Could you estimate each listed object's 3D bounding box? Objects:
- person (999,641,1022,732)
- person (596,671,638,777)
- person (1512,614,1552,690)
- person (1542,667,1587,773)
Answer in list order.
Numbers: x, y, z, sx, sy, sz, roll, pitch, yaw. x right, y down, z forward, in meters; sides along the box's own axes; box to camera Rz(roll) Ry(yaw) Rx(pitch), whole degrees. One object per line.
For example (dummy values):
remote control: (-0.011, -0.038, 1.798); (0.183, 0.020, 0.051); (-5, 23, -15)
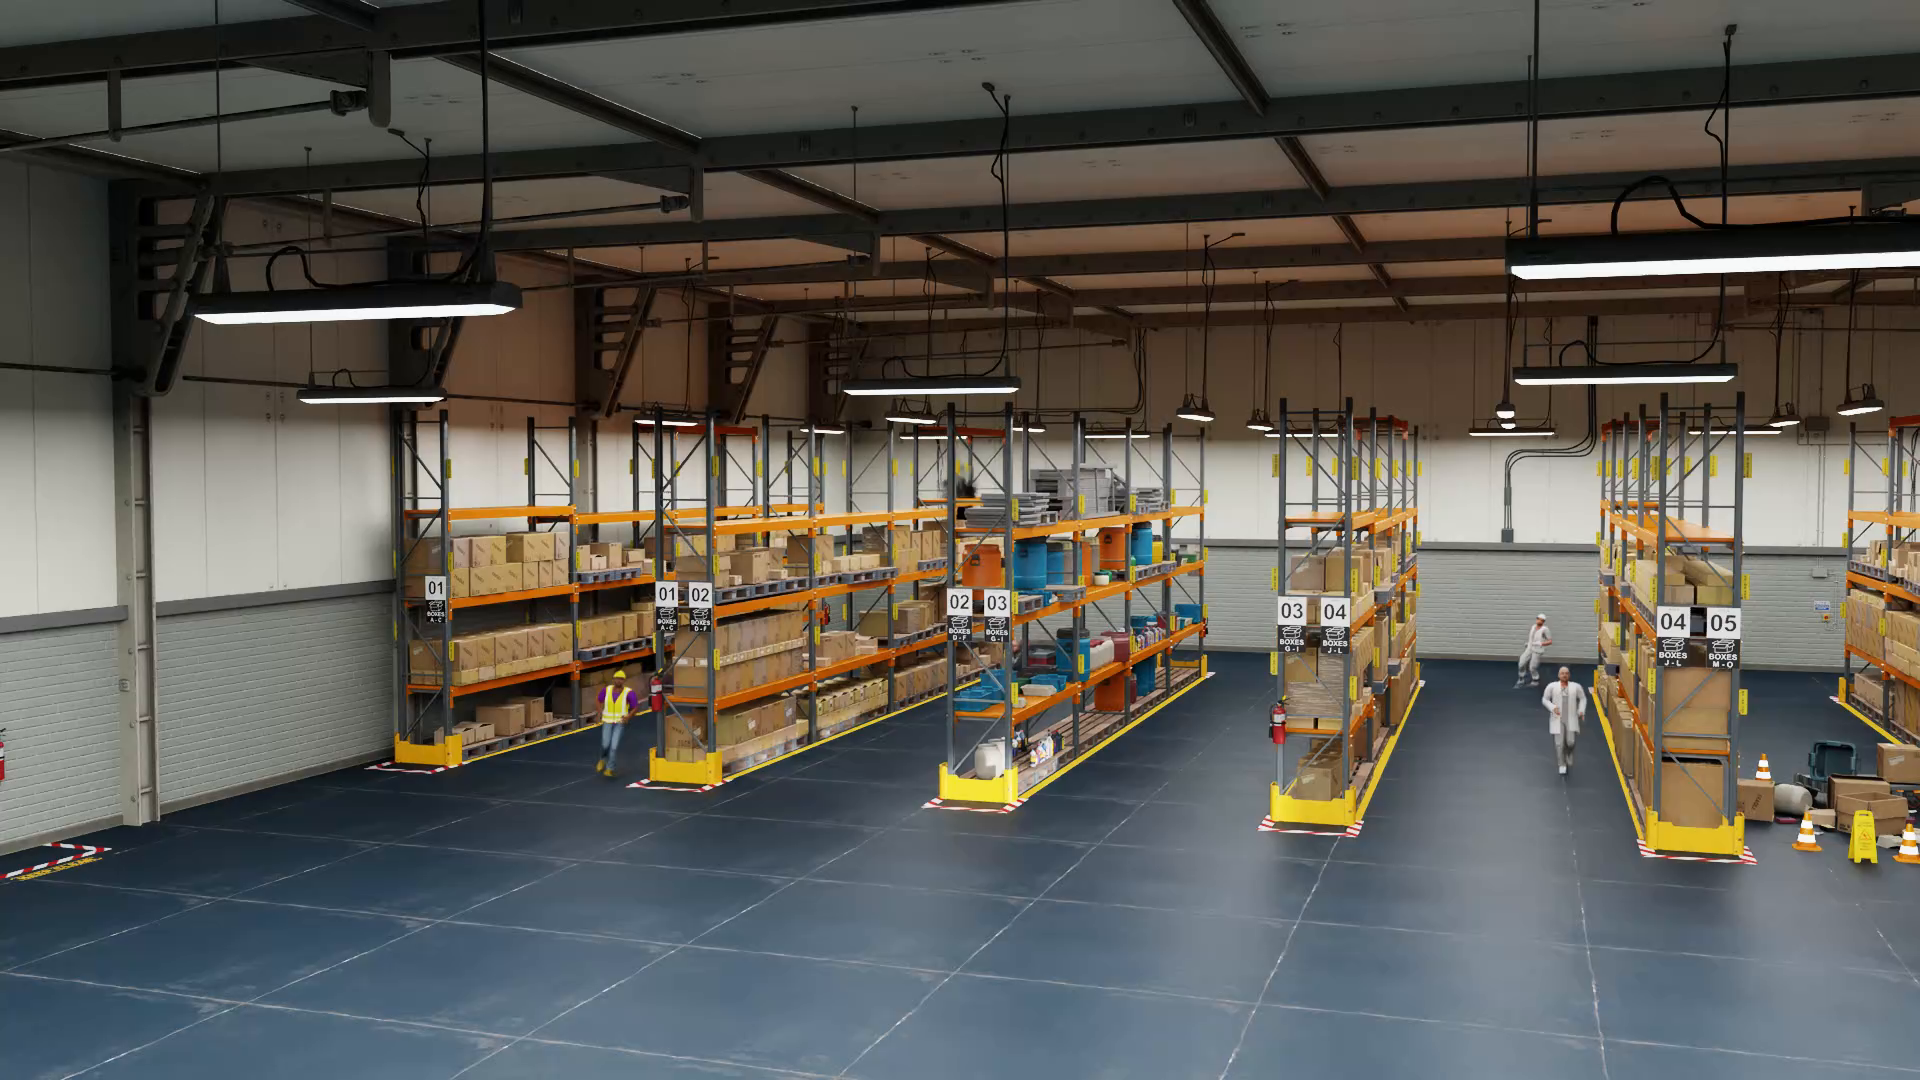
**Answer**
person: (1.057, 2.796, 31.890); (0.662, 1.701, 0.806); (1, 2, 12)
person: (-5.597, 2.988, 27.079); (0.700, 1.731, 0.540); (0, 2, -6)
person: (12.986, 2.538, 37.577); (0.616, 1.766, 0.791); (-1, 3, -32)
person: (9.951, 2.964, 27.383); (0.707, 1.736, 0.633); (1, 3, 17)
